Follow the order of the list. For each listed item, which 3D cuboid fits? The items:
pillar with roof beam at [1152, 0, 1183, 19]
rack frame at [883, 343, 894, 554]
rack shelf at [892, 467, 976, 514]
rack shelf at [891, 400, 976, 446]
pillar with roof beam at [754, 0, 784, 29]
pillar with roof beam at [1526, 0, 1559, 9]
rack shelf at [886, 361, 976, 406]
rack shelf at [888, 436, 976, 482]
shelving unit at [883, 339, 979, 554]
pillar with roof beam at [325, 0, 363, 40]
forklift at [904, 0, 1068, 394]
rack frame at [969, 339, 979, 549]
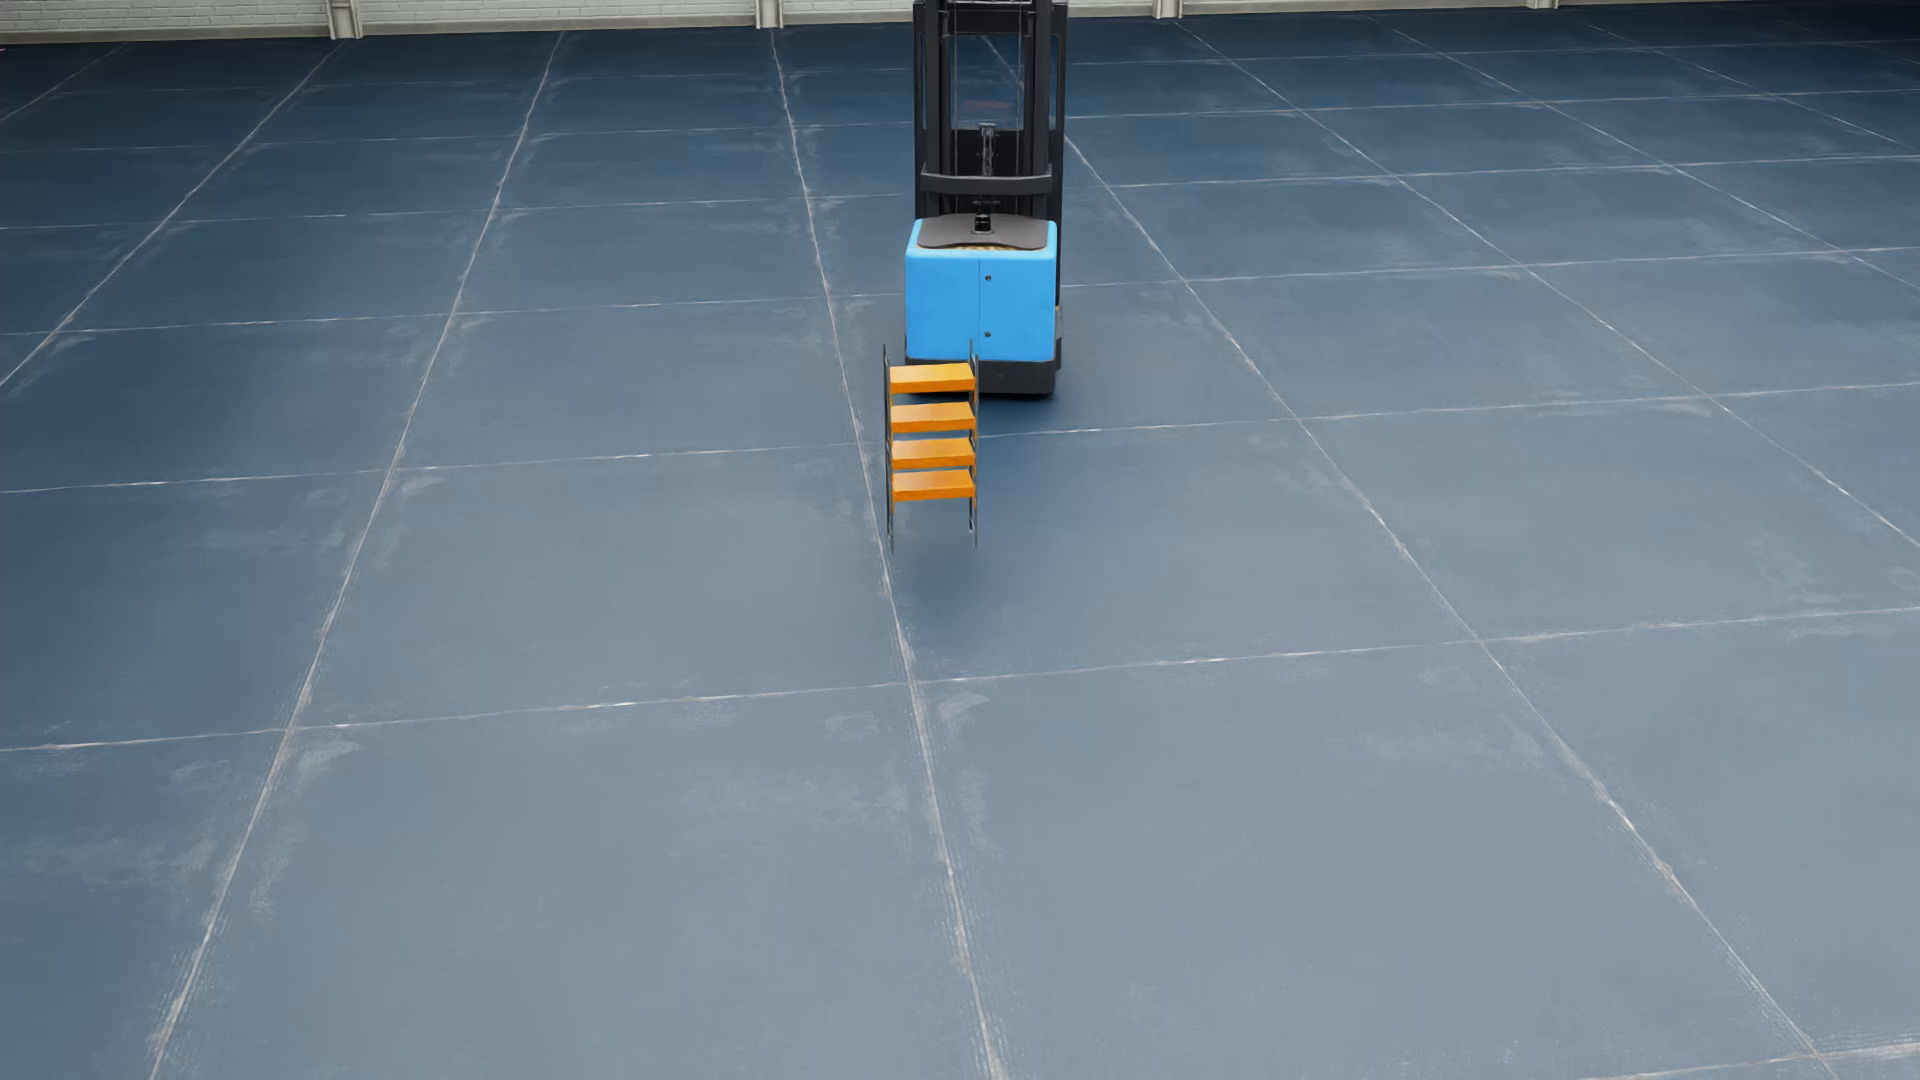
[{"bbox_3d":[3.738,-10.001,19.384,0.400,9.000,9.100,-4,27,-7],"label":"pillar with roof beam"},{"bbox_3d":[-0.406,-0.508,9.425,0.015,1.200,0.240,-4,27,-7],"label":"rack frame"},{"bbox_3d":[-0.164,-0.287,9.577,0.480,0.148,0.258,-4,27,-7],"label":"rack shelf"},{"bbox_3d":[-0.164,-0.662,9.384,0.480,0.148,0.258,-4,27,-7],"label":"rack shelf"},{"bbox_3d":[-2.204,-9.619,18.640,0.400,9.000,9.100,-4,27,-7],"label":"pillar with roof beam"},{"bbox_3d":[9.679,-10.383,20.128,0.400,9.000,9.100,-4,27,-7],"label":"pillar with roof beam"},{"bbox_3d":[-0.164,-0.873,9.276,0.480,0.148,0.258,-4,27,-7],"label":"rack shelf"},{"bbox_3d":[-0.164,-0.463,9.486,0.480,0.148,0.258,-4,27,-7],"label":"rack shelf"},{"bbox_3d":[-0.164,-0.523,9.456,0.503,1.200,0.258,-4,27,-7],"label":"shelving unit"},{"bbox_3d":[-8.145,-9.238,17.896,0.400,9.000,9.100,-4,27,-7],"label":"pillar with roof beam"},{"bbox_3d":[0.227,-2.958,12.305,1.130,2.935,3.031,2,27,3],"label":"forklift"},{"bbox_3d":[0.078,-0.539,9.486,0.015,1.200,0.240,-4,27,-7],"label":"rack frame"}]
